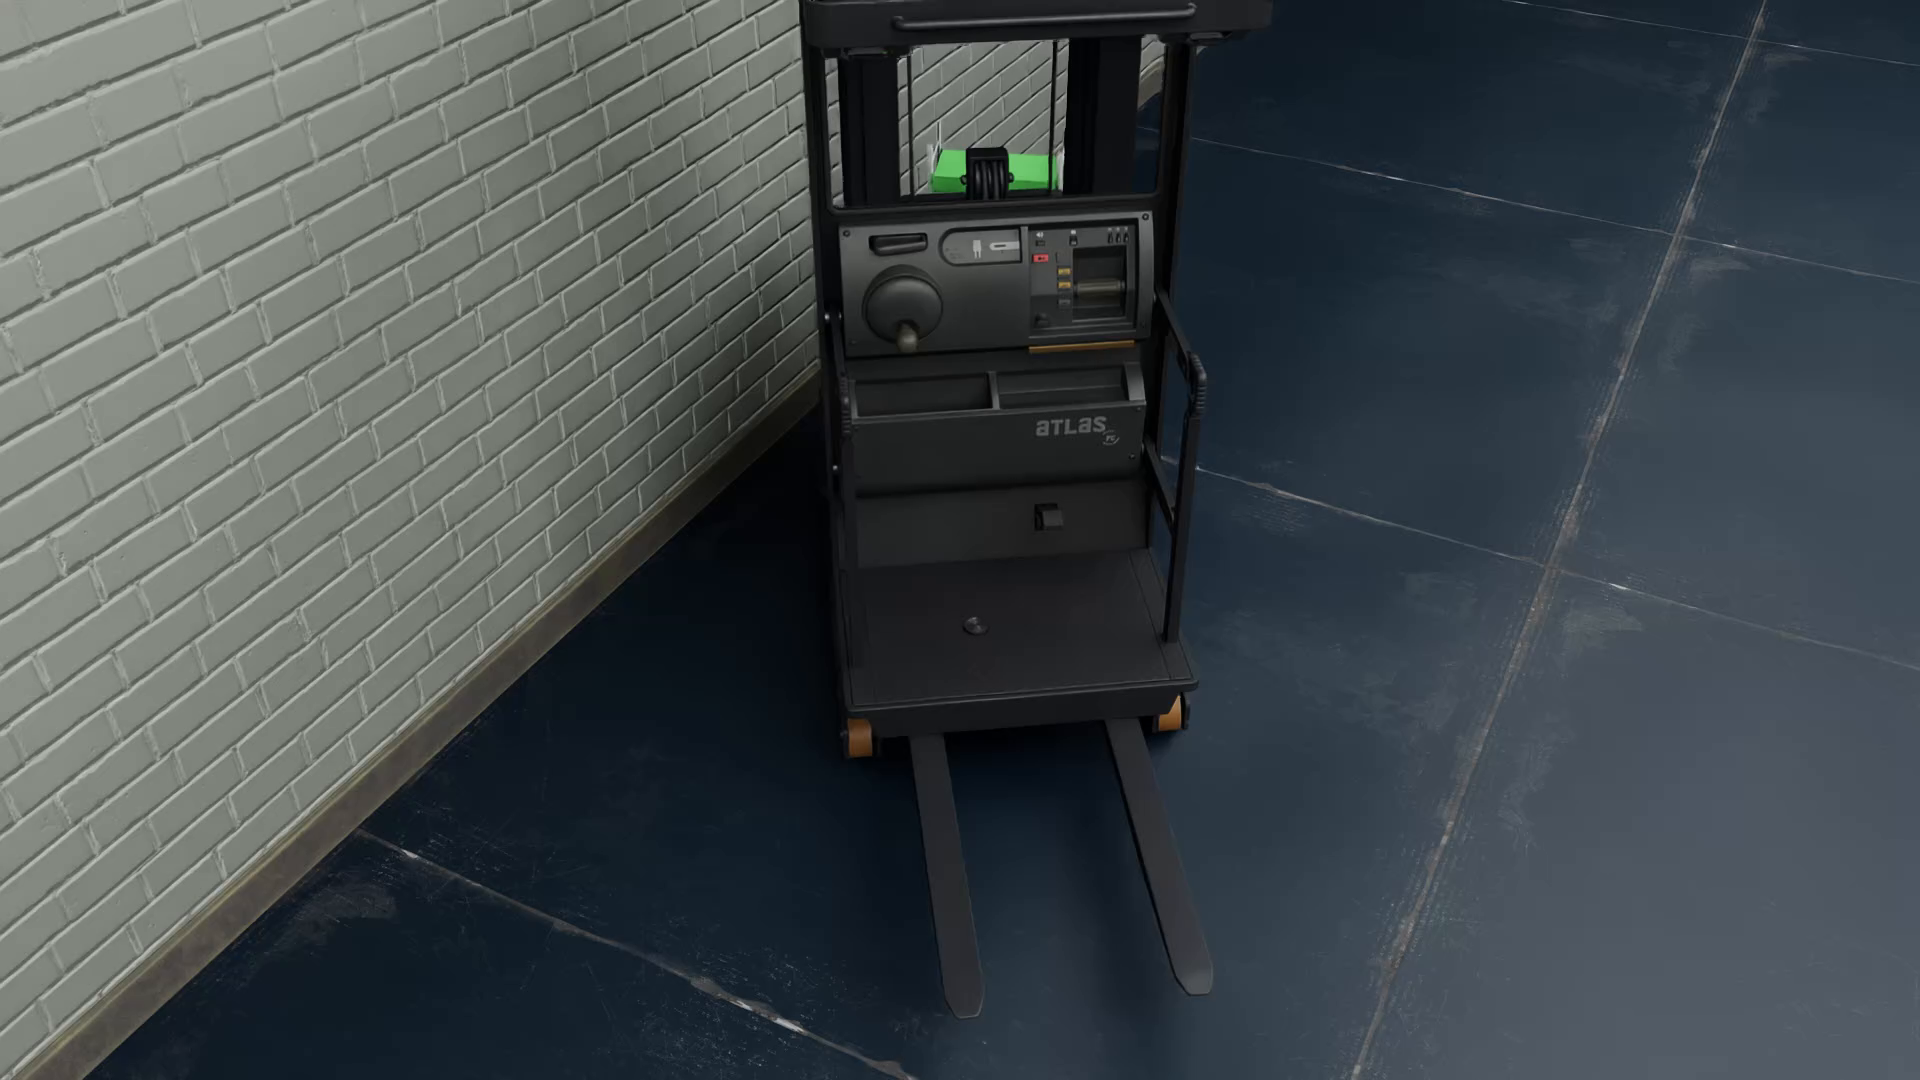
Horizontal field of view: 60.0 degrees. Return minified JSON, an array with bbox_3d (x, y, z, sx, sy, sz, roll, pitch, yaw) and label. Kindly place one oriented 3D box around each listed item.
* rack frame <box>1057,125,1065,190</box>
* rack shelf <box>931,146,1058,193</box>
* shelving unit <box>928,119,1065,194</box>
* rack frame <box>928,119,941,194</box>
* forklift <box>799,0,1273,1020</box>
[{"bbox_3d":[0.387,-1.034,6.619,0.015,1.200,0.240,4,37,5],"label":"rack frame"},{"bbox_3d":[0.145,-1.382,6.390,0.480,0.148,0.258,4,37,5],"label":"rack shelf"},{"bbox_3d":[0.145,-1.051,6.642,0.503,1.200,0.258,4,37,5],"label":"shelving unit"},{"bbox_3d":[-0.098,-1.068,6.665,0.015,1.200,0.240,4,37,5],"label":"rack frame"},{"bbox_3d":[0.140,-0.695,4.741,1.130,2.935,3.031,-4,37,-6],"label":"forklift"}]
